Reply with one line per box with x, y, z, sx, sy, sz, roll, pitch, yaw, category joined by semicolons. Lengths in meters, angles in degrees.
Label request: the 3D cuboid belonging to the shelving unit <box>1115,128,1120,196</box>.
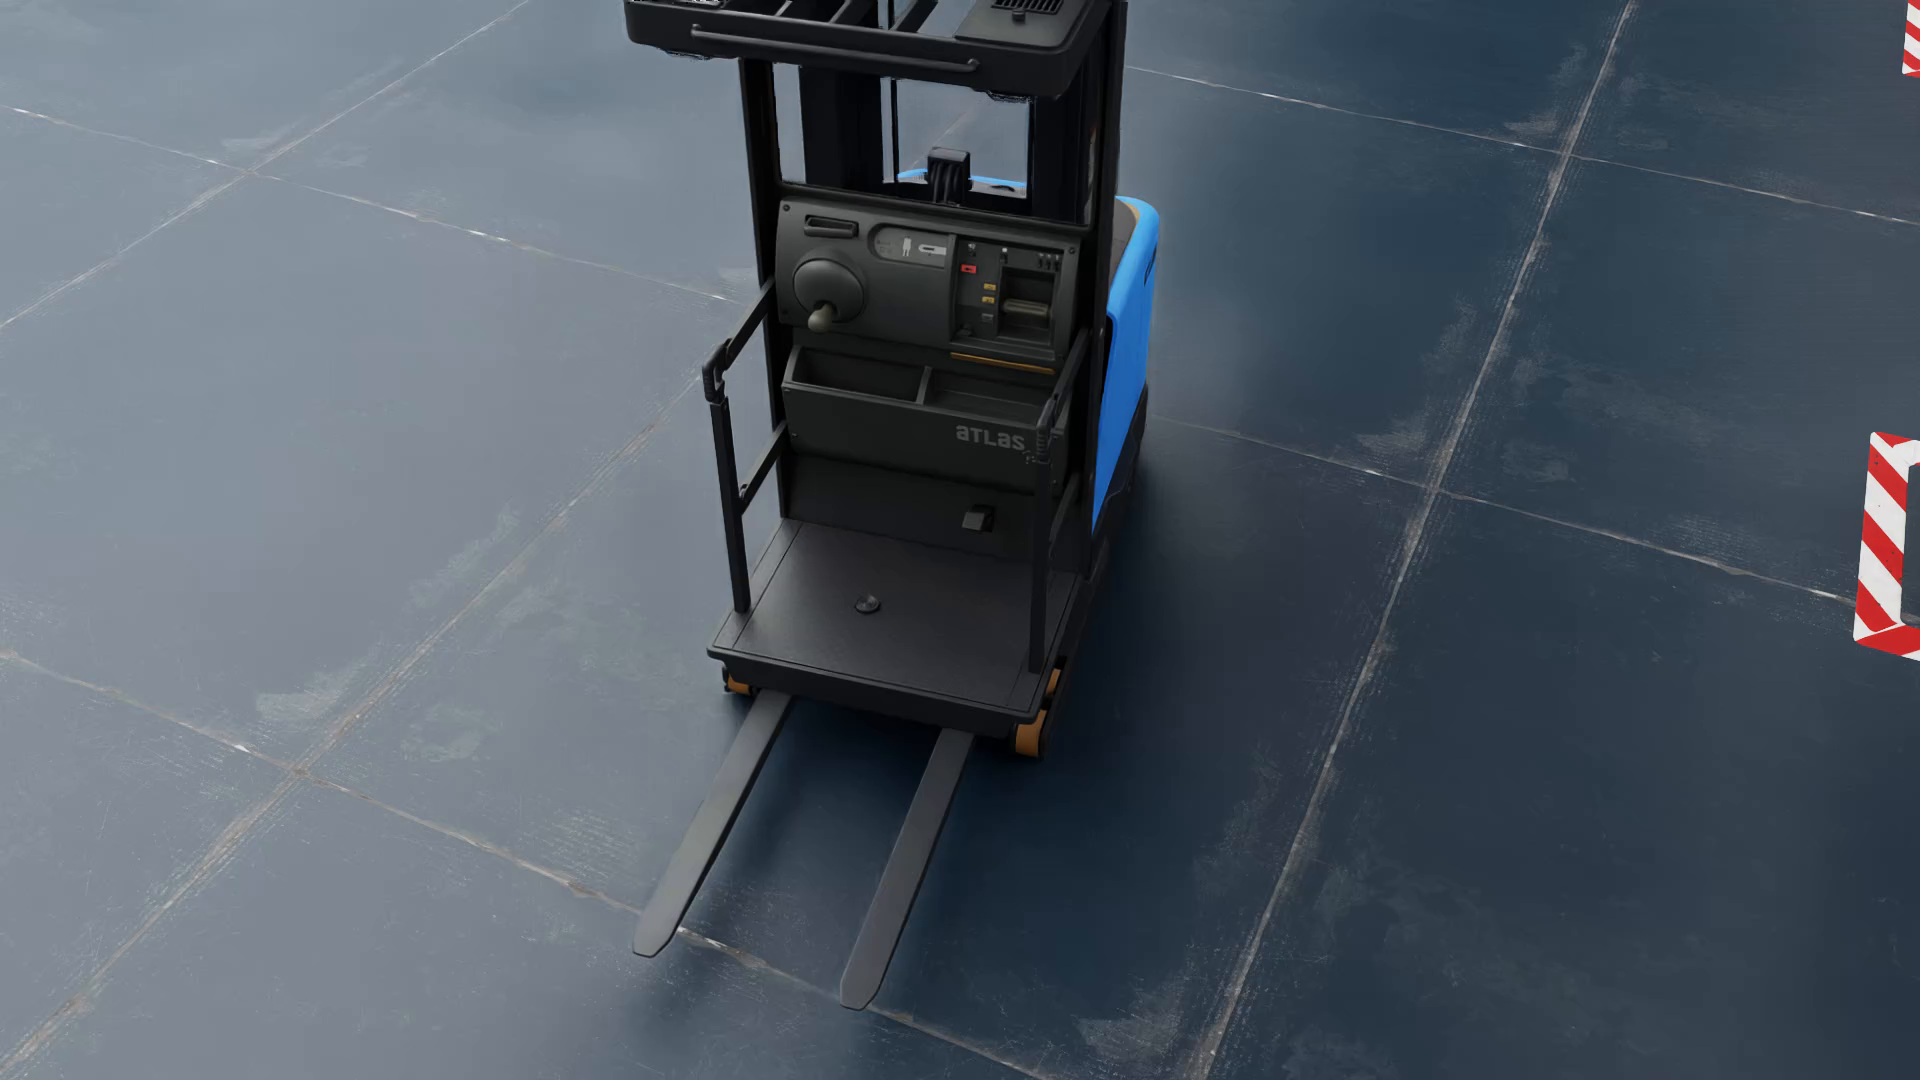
0.454;-1.076;6.571;0.258;1.200;0.189;-26;46;-26;shelving unit

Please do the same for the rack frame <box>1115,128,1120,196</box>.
0.507;-1.028;6.514;0.240;1.200;0.006;-26;46;-26;rack frame

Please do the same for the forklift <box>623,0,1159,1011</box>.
-0.163;-0.691;4.809;1.130;2.935;3.031;11;42;12;forklift
